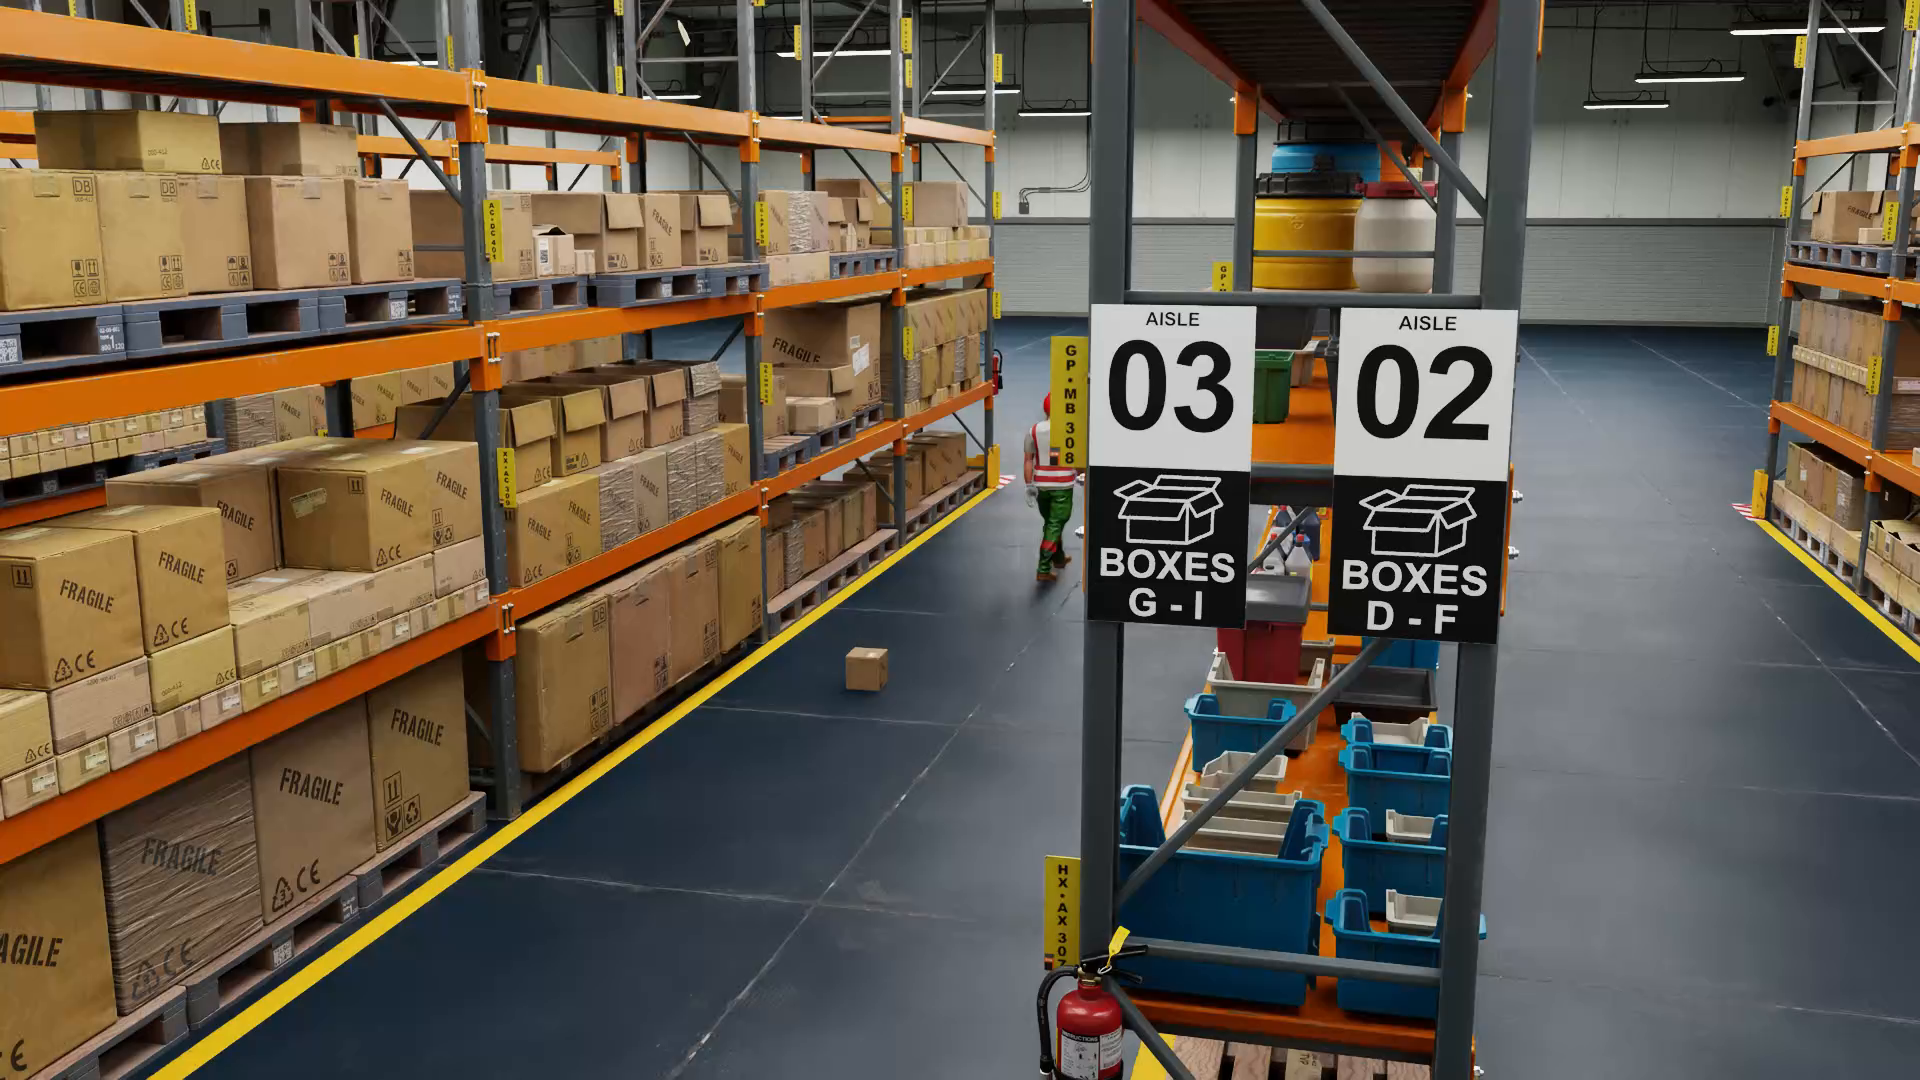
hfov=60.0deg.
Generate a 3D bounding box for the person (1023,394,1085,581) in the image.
[{"bbox_3d":[0.921,-0.526,15.484,0.536,1.736,1.034,6,13,27],"label":"person"}]
